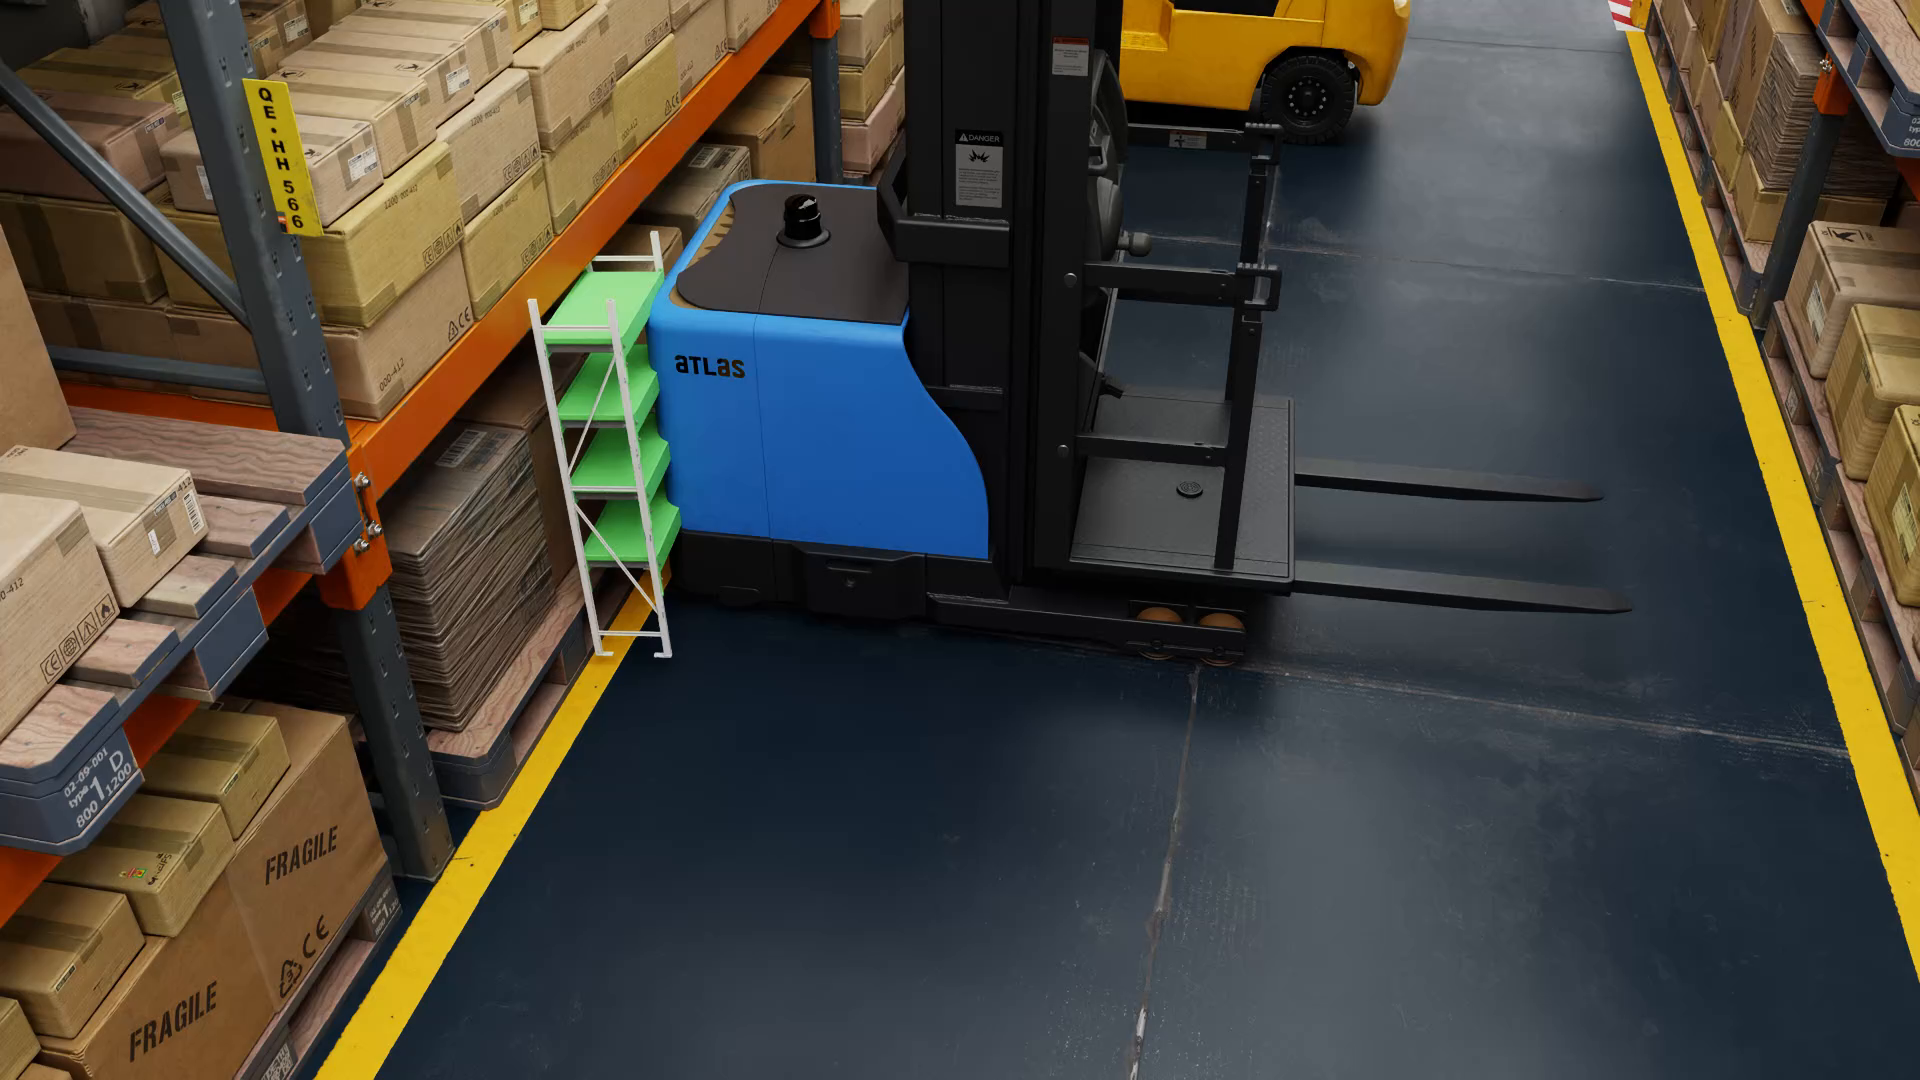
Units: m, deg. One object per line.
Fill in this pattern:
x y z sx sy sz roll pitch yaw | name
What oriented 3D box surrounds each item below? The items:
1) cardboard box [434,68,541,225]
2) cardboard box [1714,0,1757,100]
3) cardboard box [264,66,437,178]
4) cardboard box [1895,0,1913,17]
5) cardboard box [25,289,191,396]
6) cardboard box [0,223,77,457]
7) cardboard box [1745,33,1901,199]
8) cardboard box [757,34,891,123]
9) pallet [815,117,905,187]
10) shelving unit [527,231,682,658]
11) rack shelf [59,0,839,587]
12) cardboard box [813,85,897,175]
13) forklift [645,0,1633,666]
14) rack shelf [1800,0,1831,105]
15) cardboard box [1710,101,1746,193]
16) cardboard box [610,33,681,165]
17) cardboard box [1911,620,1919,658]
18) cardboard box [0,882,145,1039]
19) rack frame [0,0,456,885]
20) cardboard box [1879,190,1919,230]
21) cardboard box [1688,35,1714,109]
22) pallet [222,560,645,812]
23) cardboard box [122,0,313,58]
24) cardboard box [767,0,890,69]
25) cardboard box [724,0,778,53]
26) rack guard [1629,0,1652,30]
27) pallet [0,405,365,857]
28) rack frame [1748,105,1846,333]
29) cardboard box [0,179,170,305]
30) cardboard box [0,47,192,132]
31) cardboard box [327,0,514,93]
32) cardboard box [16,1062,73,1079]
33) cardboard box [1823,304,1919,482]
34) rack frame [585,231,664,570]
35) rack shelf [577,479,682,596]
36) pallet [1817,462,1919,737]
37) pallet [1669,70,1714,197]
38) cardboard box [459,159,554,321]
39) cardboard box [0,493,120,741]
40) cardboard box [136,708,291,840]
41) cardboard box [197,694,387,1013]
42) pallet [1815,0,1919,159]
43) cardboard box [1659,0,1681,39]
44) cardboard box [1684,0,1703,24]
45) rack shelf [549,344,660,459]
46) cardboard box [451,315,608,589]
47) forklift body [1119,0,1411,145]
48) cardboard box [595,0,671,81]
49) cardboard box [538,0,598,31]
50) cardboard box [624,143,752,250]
-1.444 -1.038 4.328 0.500 0.250 0.500 8 37 11 | cardboard box
3.898 -2.376 7.819 0.500 0.500 0.500 9 37 12 | cardboard box
-1.474 -0.988 3.919 0.380 0.149 0.250 8 37 11 | cardboard box
3.392 -1.850 5.602 0.380 0.149 0.250 8 37 11 | cardboard box
-2.040 -0.615 4.170 0.500 0.250 0.500 7 36 9 | cardboard box
-2.148 -0.321 3.193 0.500 0.500 0.500 9 37 12 | cardboard box
3.683 -1.792 7.013 0.500 0.500 0.500 7 36 9 | cardboard box
-0.626 -2.177 7.756 0.500 0.250 0.500 7 37 10 | cardboard box
-0.821 -2.000 8.330 1.003 0.211 1.213 7 37 10 | pallet
-1.016 -0.278 5.061 0.258 1.200 0.503 1 33 6 | shelving unit
-1.459 -1.241 5.519 1.077 0.370 4.000 7 37 10 | rack shelf
-0.605 -1.971 7.899 0.500 0.250 0.500 8 37 10 | cardboard box
0.615 -1.128 4.809 3.031 2.935 1.130 5 36 7 | forklift
4.246 -2.914 7.828 1.077 0.370 4.000 7 37 10 | rack shelf
3.786 -1.795 7.655 0.500 0.250 0.500 6 36 9 | cardboard box
-1.224 -1.430 5.294 0.500 0.250 0.500 8 37 11 | cardboard box
3.244 0.382 4.549 0.950 0.372 0.625 7 36 9 | cardboard box
-1.871 0.815 3.290 0.380 0.149 0.250 6 36 8 | cardboard box
-1.886 -0.386 3.726 1.000 3.000 0.127 7 37 10 | rack frame
4.208 -1.420 7.138 0.500 0.250 0.500 6 36 8 | cardboard box
4.010 -2.375 8.456 0.500 0.250 0.500 10 37 13 | cardboard box
-1.672 0.276 5.189 1.003 0.211 1.213 7 37 10 | pallet
-1.968 -1.355 4.425 0.380 0.149 0.250 7 36 9 | cardboard box
-0.621 -2.378 7.609 0.500 0.250 0.500 7 36 9 | cardboard box
-0.985 -2.007 6.092 0.500 0.250 0.500 7 37 10 | cardboard box
4.657 -3.296 9.872 1.175 0.500 0.348 7 37 10 | rack guard
-1.962 0.089 3.234 1.213 0.211 1.003 7 37 10 | pallet
3.819 -2.059 6.035 1.000 3.000 0.127 7 37 10 | rack frame
-2.061 -0.820 4.027 0.500 0.250 0.500 8 37 11 | cardboard box
-2.067 -1.065 4.025 0.380 0.149 0.250 8 37 11 | cardboard box
-1.401 -1.290 4.335 0.380 0.149 0.250 8 37 10 | cardboard box
-1.992 1.312 3.156 0.500 0.500 0.500 9 37 12 | cardboard box
3.559 -0.451 5.698 0.950 0.372 0.625 10 37 13 | cardboard box
-0.994 -0.409 5.265 0.240 1.200 0.015 1 33 6 | rack frame
-1.004 -0.022 5.223 0.258 0.148 0.480 1 33 6 | rack shelf
3.395 0.218 5.269 1.003 0.211 1.213 7 37 10 | pallet
4.186 -2.021 8.358 1.003 0.211 1.213 7 37 10 | pallet
-1.440 -0.836 4.476 0.500 0.250 0.500 7 36 9 | cardboard box
-1.795 0.151 2.756 0.500 0.250 0.500 6 36 8 | cardboard box
-1.744 0.509 3.711 0.380 0.149 0.250 6 36 8 | cardboard box
-1.766 0.726 3.965 0.500 0.500 0.500 8 37 11 | cardboard box
3.513 -1.561 5.511 1.003 0.211 1.213 7 37 10 | pallet
4.231 -2.981 9.292 0.500 0.250 0.500 7 37 10 | cardboard box
4.119 -2.971 8.639 0.500 0.500 0.500 6 36 8 | cardboard box
-1.023 -0.427 4.966 0.258 0.148 0.480 1 33 6 | rack shelf
-1.607 -0.326 5.309 0.875 0.625 0.625 8 37 11 | cardboard box
1.200 -3.313 8.488 2.313 2.155 1.214 7 37 10 | forklift body
-1.230 -1.632 5.147 0.500 0.250 0.500 8 37 11 | cardboard box
-1.264 -1.576 4.730 0.380 0.149 0.250 8 37 11 | cardboard box
-1.305 -1.143 6.437 0.875 0.625 0.625 7 37 9 | cardboard box
